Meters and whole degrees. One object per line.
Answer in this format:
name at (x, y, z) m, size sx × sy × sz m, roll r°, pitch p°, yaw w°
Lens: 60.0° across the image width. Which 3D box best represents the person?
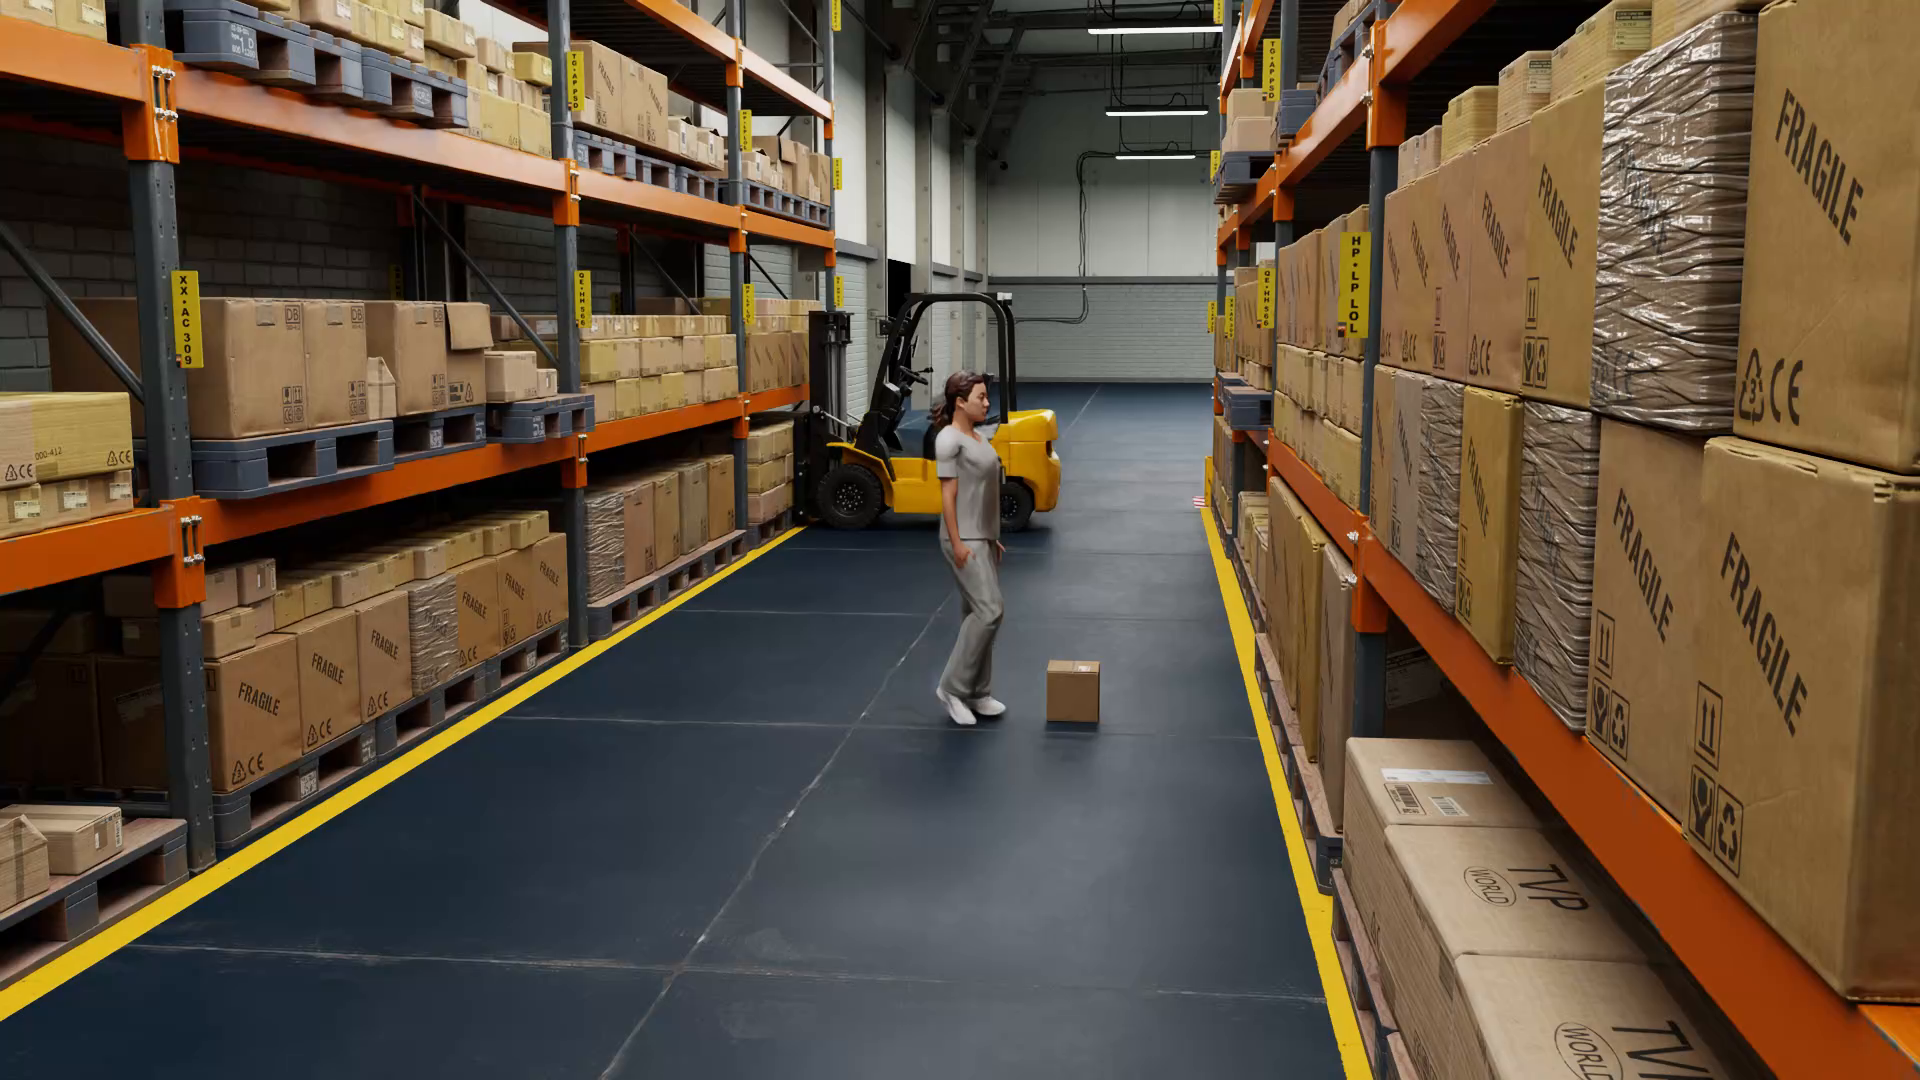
person at (0.060, 0.033, 8.098) m, size 0.433 × 1.698 × 0.465 m, roll 4°, pitch 9°, yaw 26°
